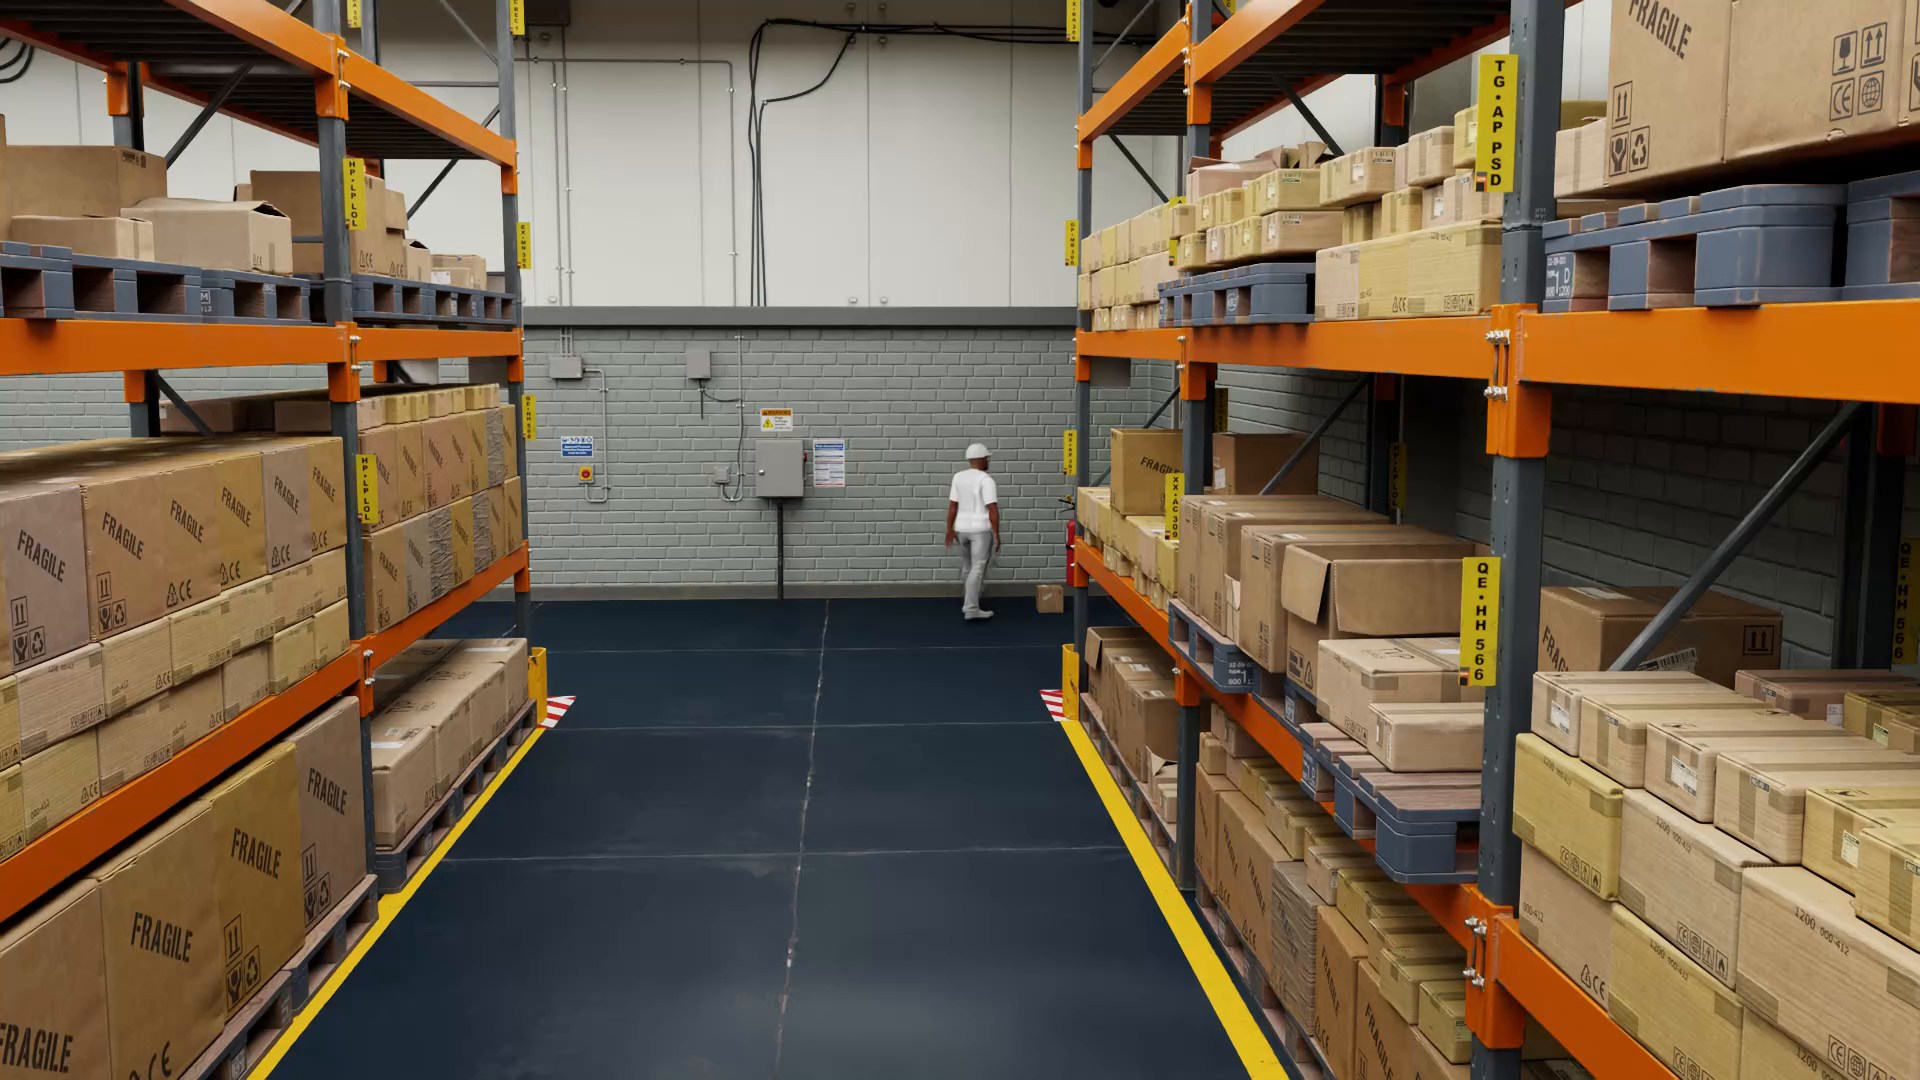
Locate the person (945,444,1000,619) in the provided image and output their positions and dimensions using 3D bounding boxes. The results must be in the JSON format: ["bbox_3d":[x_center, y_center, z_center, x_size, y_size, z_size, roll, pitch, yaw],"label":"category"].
[{"bbox_3d":[0.174,-0.119,16.706,0.895,1.703,0.850,-6,9,-43],"label":"person"}]
